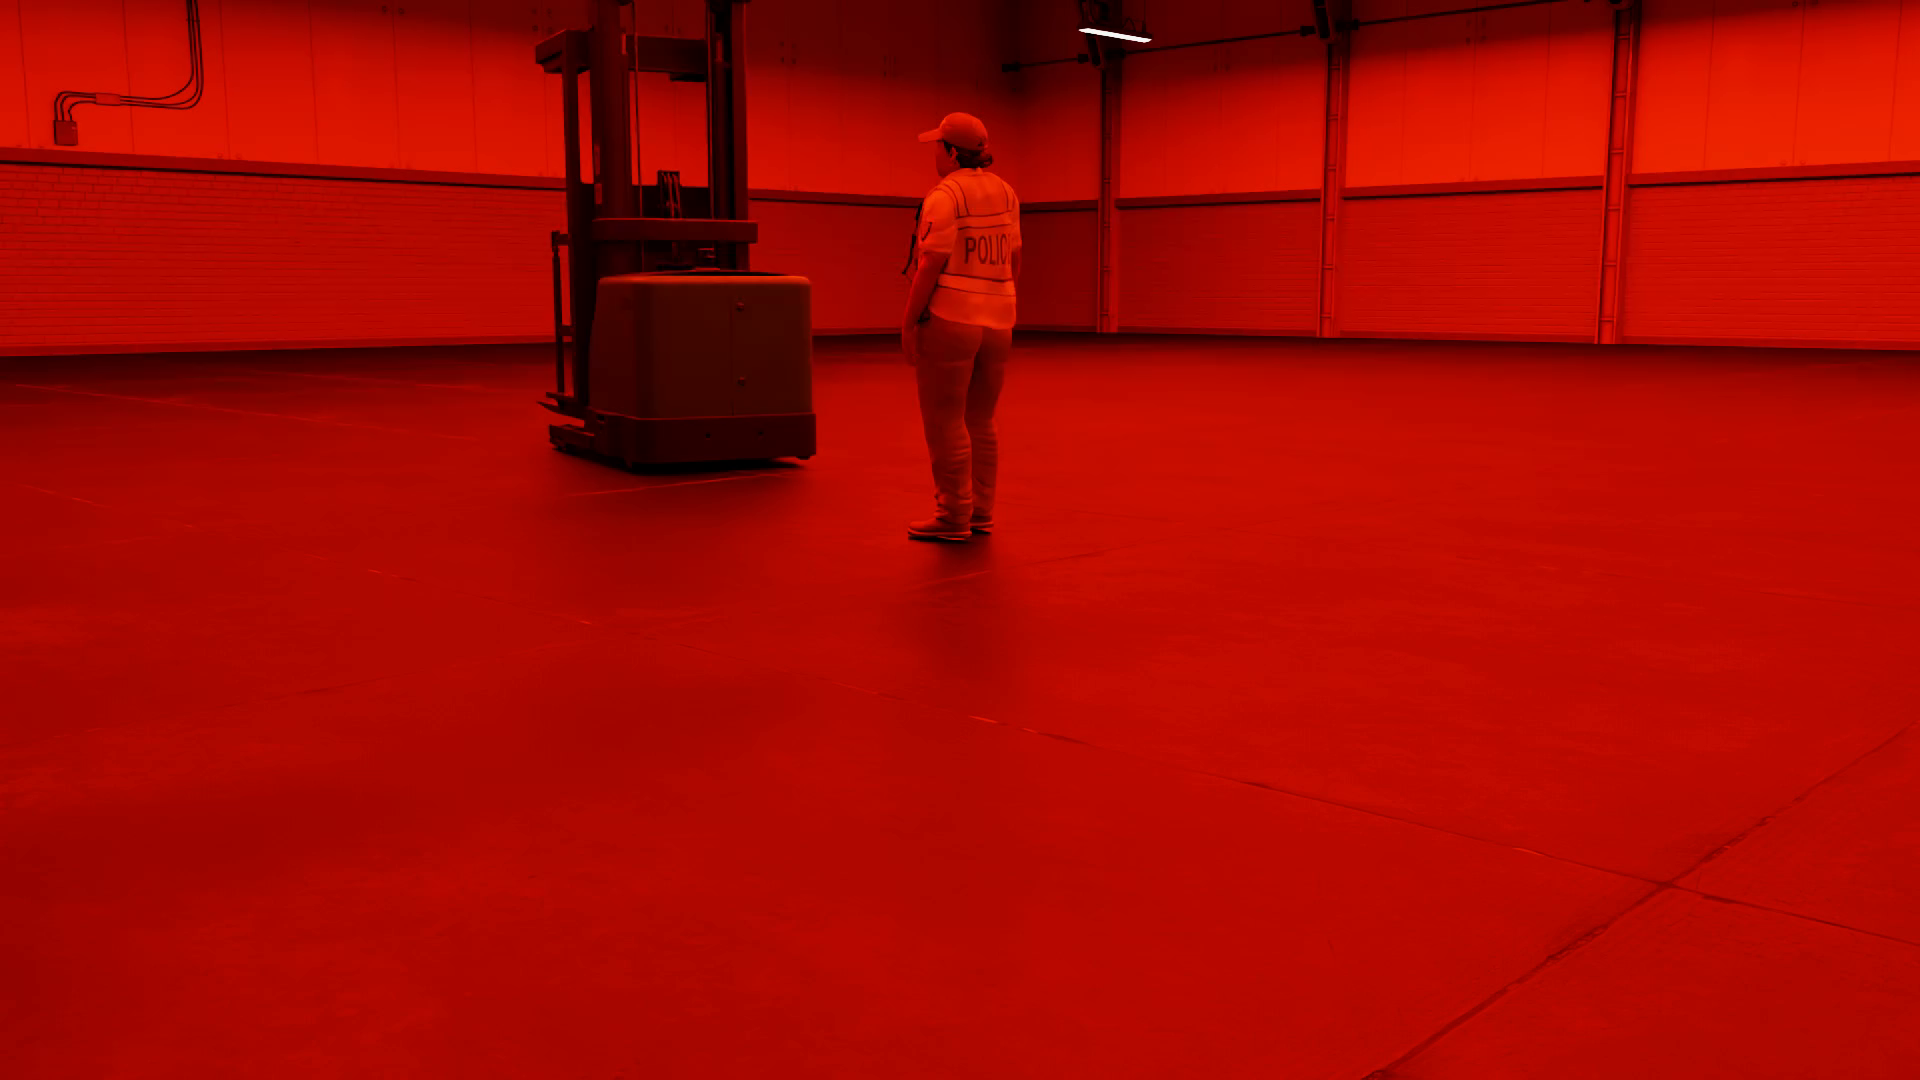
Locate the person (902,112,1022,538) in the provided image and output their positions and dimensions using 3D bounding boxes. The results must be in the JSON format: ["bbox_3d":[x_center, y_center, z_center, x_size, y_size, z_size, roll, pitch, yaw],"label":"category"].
[{"bbox_3d":[-0.039,-0.843,6.661,0.529,1.670,0.598,8,12,43],"label":"person"}]

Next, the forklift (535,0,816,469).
[{"bbox_3d":[-1.948,-2.020,10.289,1.130,2.935,3.031,-4,10,-27],"label":"forklift"}]
